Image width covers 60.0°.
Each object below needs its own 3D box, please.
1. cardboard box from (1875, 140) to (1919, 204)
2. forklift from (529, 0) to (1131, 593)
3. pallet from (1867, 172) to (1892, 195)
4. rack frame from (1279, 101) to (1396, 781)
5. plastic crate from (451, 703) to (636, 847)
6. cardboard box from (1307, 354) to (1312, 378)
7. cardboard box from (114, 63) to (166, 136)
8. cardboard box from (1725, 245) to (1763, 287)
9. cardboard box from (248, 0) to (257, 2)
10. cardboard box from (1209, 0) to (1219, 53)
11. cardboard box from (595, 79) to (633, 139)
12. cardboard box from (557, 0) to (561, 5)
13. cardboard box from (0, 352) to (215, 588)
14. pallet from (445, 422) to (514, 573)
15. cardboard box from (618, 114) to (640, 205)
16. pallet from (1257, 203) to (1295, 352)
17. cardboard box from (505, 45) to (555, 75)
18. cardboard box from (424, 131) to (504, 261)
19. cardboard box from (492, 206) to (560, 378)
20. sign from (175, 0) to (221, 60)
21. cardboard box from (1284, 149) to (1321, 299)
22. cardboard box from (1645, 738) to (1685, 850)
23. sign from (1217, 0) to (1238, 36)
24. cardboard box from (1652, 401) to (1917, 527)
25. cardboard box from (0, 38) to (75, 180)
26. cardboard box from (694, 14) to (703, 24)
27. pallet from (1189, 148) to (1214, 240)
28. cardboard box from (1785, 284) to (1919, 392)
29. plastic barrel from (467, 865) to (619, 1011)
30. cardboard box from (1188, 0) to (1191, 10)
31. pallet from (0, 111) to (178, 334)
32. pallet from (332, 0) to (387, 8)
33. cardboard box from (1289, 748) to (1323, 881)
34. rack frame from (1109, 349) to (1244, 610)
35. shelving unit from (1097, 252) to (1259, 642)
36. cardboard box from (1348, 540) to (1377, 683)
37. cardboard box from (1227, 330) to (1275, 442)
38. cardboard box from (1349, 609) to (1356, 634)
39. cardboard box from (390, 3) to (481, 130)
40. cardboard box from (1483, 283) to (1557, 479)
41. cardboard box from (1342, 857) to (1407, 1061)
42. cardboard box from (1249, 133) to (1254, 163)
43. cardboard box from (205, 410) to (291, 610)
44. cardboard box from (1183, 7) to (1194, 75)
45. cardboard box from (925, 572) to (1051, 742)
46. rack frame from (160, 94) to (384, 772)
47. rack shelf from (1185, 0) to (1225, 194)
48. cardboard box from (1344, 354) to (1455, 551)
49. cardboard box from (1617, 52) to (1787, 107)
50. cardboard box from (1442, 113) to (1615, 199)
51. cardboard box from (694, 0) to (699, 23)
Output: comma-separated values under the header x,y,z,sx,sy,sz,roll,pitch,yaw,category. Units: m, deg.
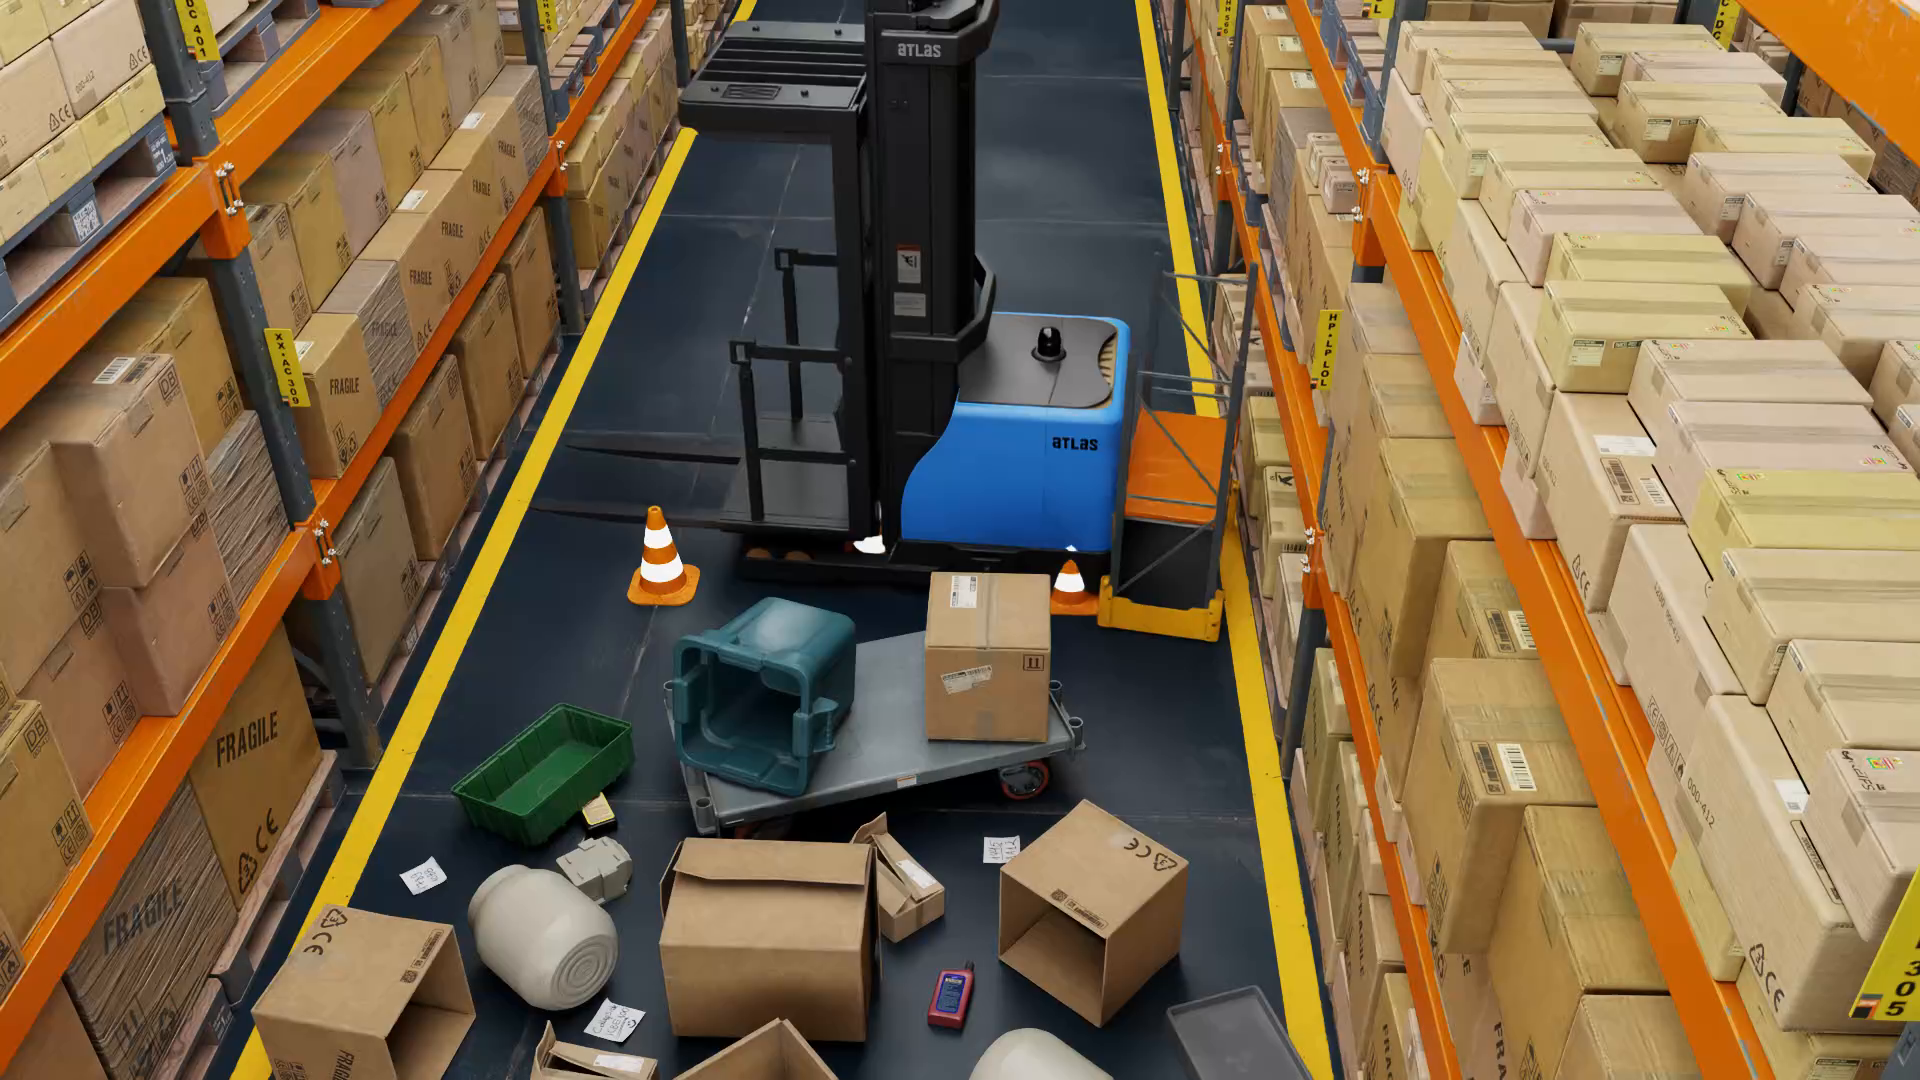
x,y,z,sx,sy,sz,roll,pitch,yaw,category
6.873,-2.676,11.703,0.500,0.500,0.500,0,35,0,cardboard box
-0.677,-1.273,7.959,3.031,2.935,1.130,4,35,6,forklift
7.139,-2.378,11.896,1.003,0.211,1.213,1,35,2,pallet
1.899,-0.206,6.381,1.000,3.000,0.127,1,35,2,rack frame
-1.749,0.994,7.068,0.450,0.188,0.662,11,35,32,plastic crate
1.672,-0.729,6.977,0.380,0.149,0.250,0,35,0,cardboard box
-2.746,-1.383,5.213,0.380,0.149,0.250,1,35,2,cardboard box
2.096,-0.651,4.277,0.500,0.250,0.500,1,35,1,cardboard box
-2.761,-2.190,6.361,0.250,0.149,0.380,1,35,2,cardboard box
1.842,-3.227,10.374,0.500,0.250,0.500,0,35,1,cardboard box
-2.568,-2.983,11.488,0.500,0.250,0.500,2,35,2,cardboard box
-2.656,-3.430,10.303,0.380,0.149,0.250,1,35,2,cardboard box
-3.006,-0.236,5.353,0.875,0.550,0.550,1,35,2,cardboard box
-3.049,-0.270,8.896,1.003,0.211,1.213,1,35,2,pallet
-2.574,-2.694,11.729,0.500,0.500,0.500,0,35,1,cardboard box
2.021,-1.288,8.086,1.003,0.211,1.213,1,35,2,pallet
-2.671,-2.882,10.041,0.380,0.149,0.250,1,35,1,cardboard box
-2.682,-1.763,8.509,0.500,0.500,0.500,1,35,1,cardboard box
-3.005,-1.464,9.762,1.050,0.750,0.750,1,35,1,cardboard box
-2.496,-1.722,5.410,0.100,0.325,0.005,1,35,2,sign
1.734,-1.393,7.358,0.500,0.500,0.500,2,35,4,cardboard box
1.495,0.460,3.042,0.380,0.149,0.250,2,35,3,cardboard box
1.505,-2.989,9.333,0.100,0.325,0.005,1,35,2,sign
1.576,-0.139,3.202,0.380,0.149,0.250,1,35,2,cardboard box
-2.835,-1.184,4.582,0.500,0.250,0.500,1,35,2,cardboard box
-2.465,-4.510,14.618,0.380,0.149,0.250,1,35,1,cardboard box
2.219,-2.514,12.089,1.003,0.211,1.213,1,35,2,pallet
2.049,-0.432,3.618,0.380,0.149,0.250,2,35,3,cardboard box
-1.564,1.479,6.224,0.512,0.421,0.421,28,44,33,plastic barrel
1.883,-3.903,11.771,0.500,0.250,0.500,1,35,2,cardboard box
-3.094,-0.984,4.955,1.003,0.211,1.213,1,35,2,pallet
-2.905,-2.697,7.480,1.003,0.211,1.213,3,35,4,pallet
1.606,1.079,6.577,0.500,0.250,0.500,0,35,0,cardboard box
0.966,-0.174,7.616,0.500,1.500,0.032,8,35,9,rack frame
1.074,-0.462,8.033,0.587,1.500,1.083,8,35,9,shelving unit
1.606,0.166,5.505,0.500,0.500,0.500,1,35,2,cardboard box
2.006,-0.853,9.220,0.950,0.372,0.625,1,35,1,cardboard box
1.608,0.216,5.998,0.380,0.149,0.250,2,35,3,cardboard box
-2.937,-2.462,8.634,0.700,0.500,0.500,1,35,1,cardboard box
1.545,-0.373,3.881,0.500,0.250,0.500,2,35,2,cardboard box
1.573,1.378,5.500,0.500,0.500,0.500,3,35,4,cardboard box
1.759,-2.073,8.890,0.380,0.149,0.250,-1,35,-1,cardboard box
-3.054,-0.112,6.116,0.875,0.550,0.550,1,35,2,cardboard box
2.353,-4.284,14.046,0.875,0.438,0.875,1,35,1,cardboard box
0.119,0.483,6.916,0.500,0.500,0.500,1,35,2,cardboard box
-3.051,-0.263,6.461,1.000,3.000,0.127,1,35,2,rack frame
2.140,-3.359,11.492,1.077,0.370,4.000,1,35,2,rack shelf
1.622,-0.237,5.209,0.700,0.500,0.500,2,35,2,cardboard box
2.171,-1.319,4.880,0.380,0.149,0.250,0,35,1,cardboard box
1.522,-1.032,4.471,0.380,0.149,0.250,1,35,2,cardboard box
-2.487,-4.630,14.531,0.380,0.149,0.250,0,35,-1,cardboard box
